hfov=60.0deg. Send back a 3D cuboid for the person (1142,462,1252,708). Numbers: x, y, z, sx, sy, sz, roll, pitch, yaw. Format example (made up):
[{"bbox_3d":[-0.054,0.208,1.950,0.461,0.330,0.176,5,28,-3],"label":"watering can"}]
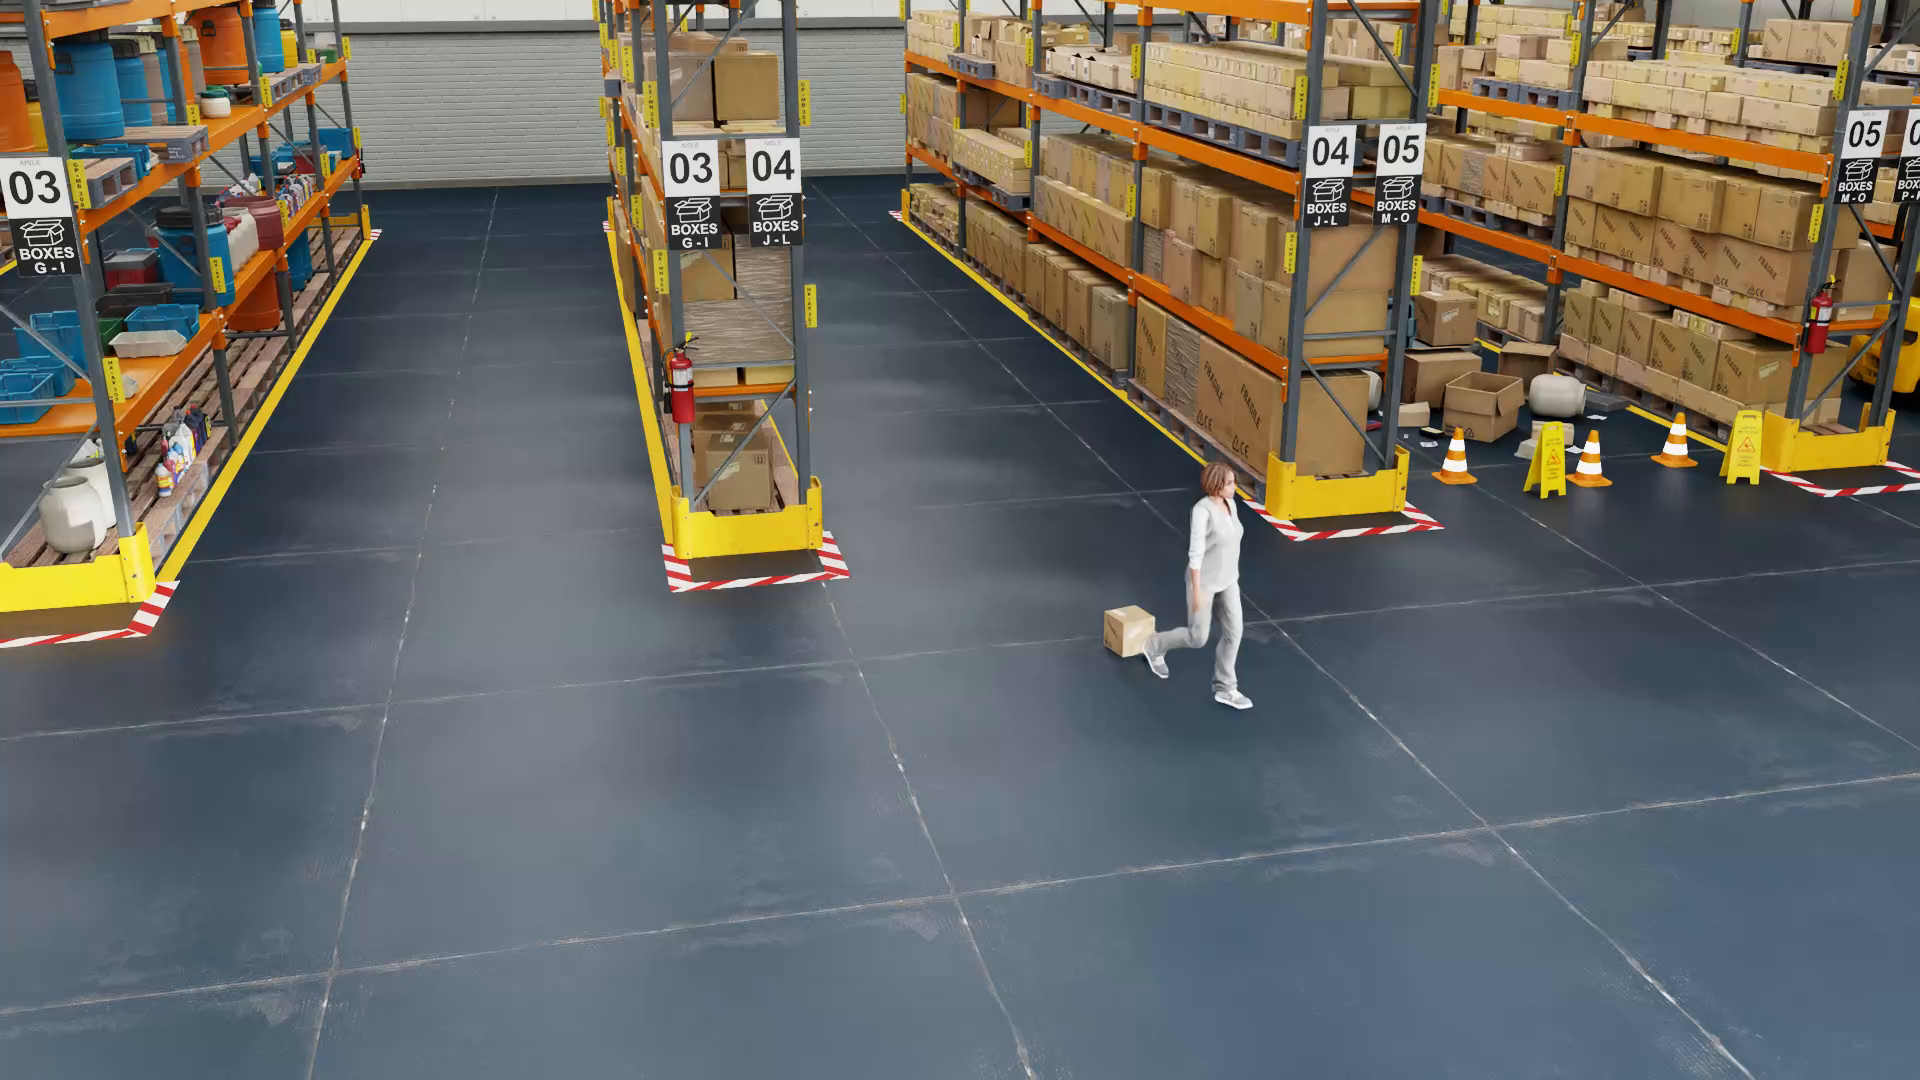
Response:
[{"bbox_3d":[1.520,0.247,10.369,0.414,1.565,0.784,-18,27,-41],"label":"person"}]
